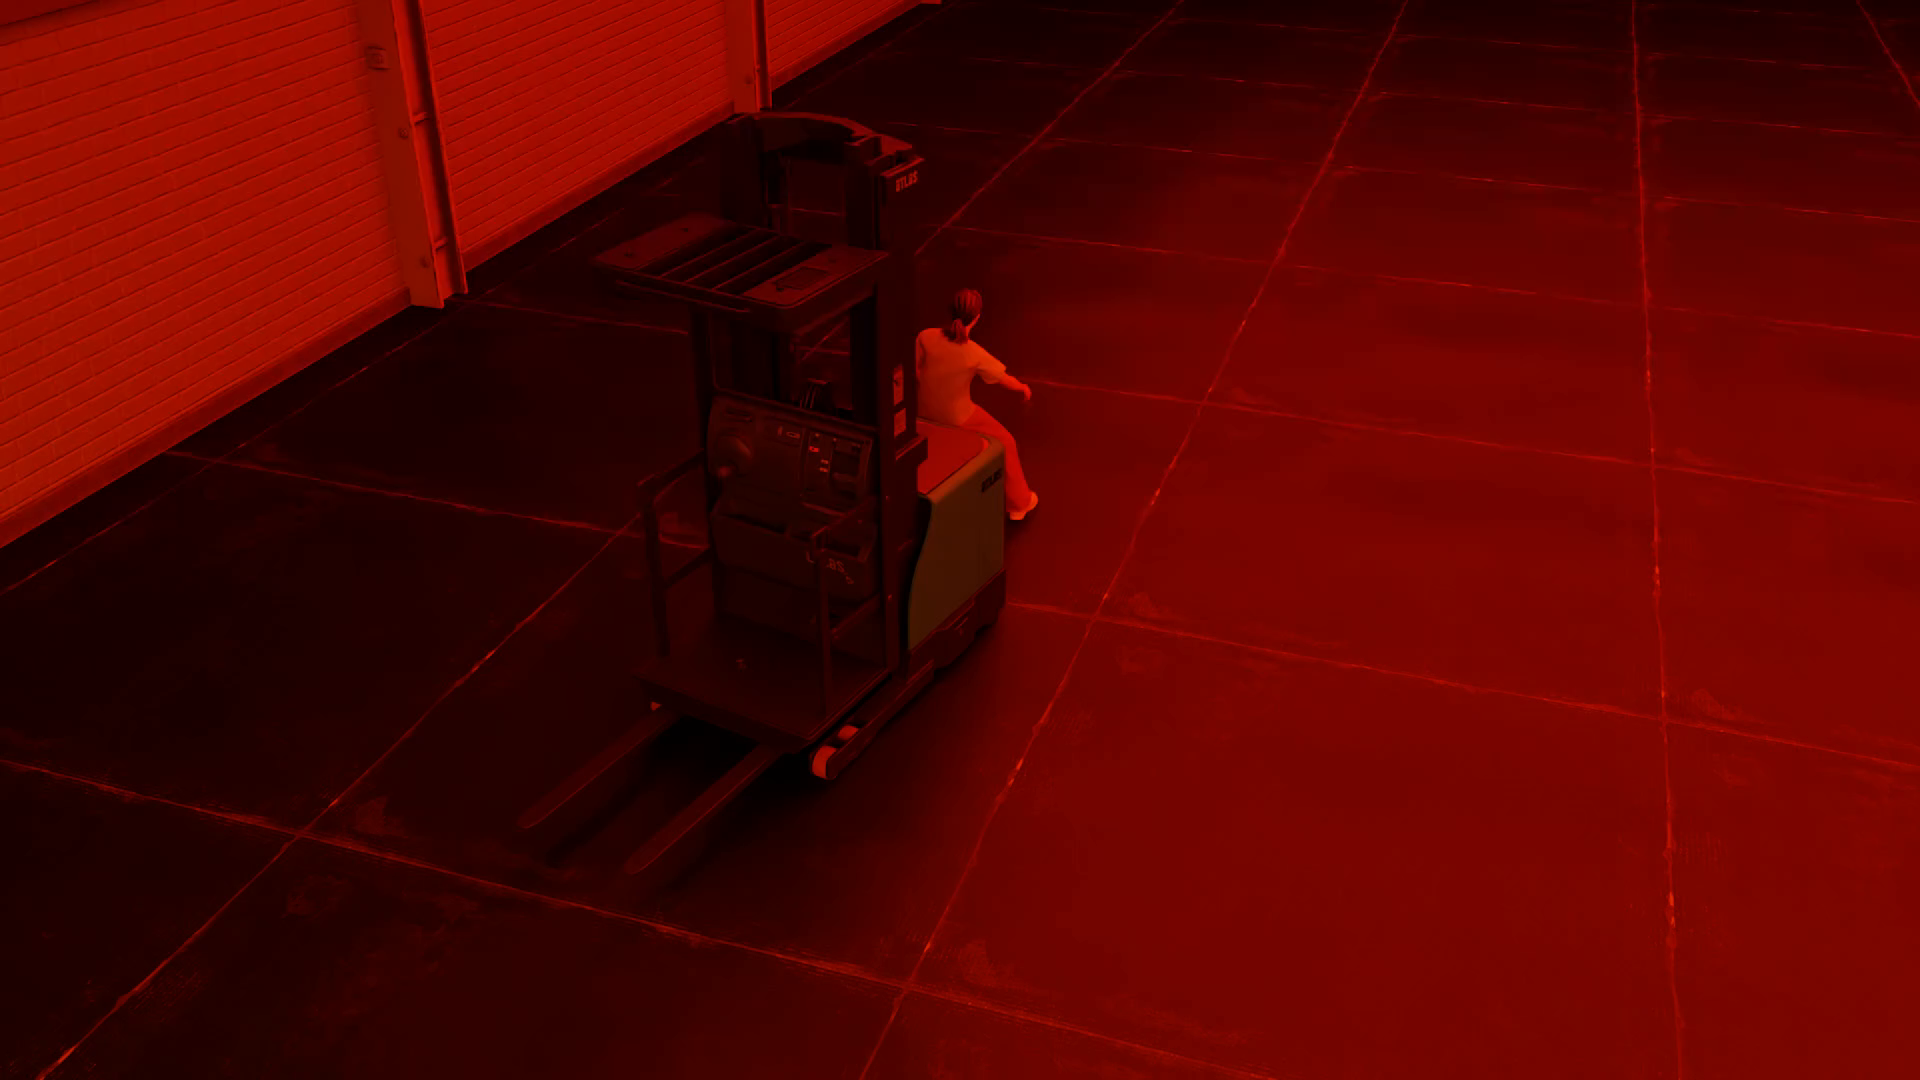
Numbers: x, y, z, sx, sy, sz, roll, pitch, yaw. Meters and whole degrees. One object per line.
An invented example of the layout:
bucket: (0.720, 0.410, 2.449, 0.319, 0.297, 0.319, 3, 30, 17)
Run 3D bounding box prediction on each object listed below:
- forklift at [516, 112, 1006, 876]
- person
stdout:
forklift: (-0.925, -0.372, 7.788, 1.130, 2.935, 3.031, 16, 33, 26)
person: (0.061, -0.827, 9.992, 0.709, 1.534, 0.645, 11, 32, 19)
